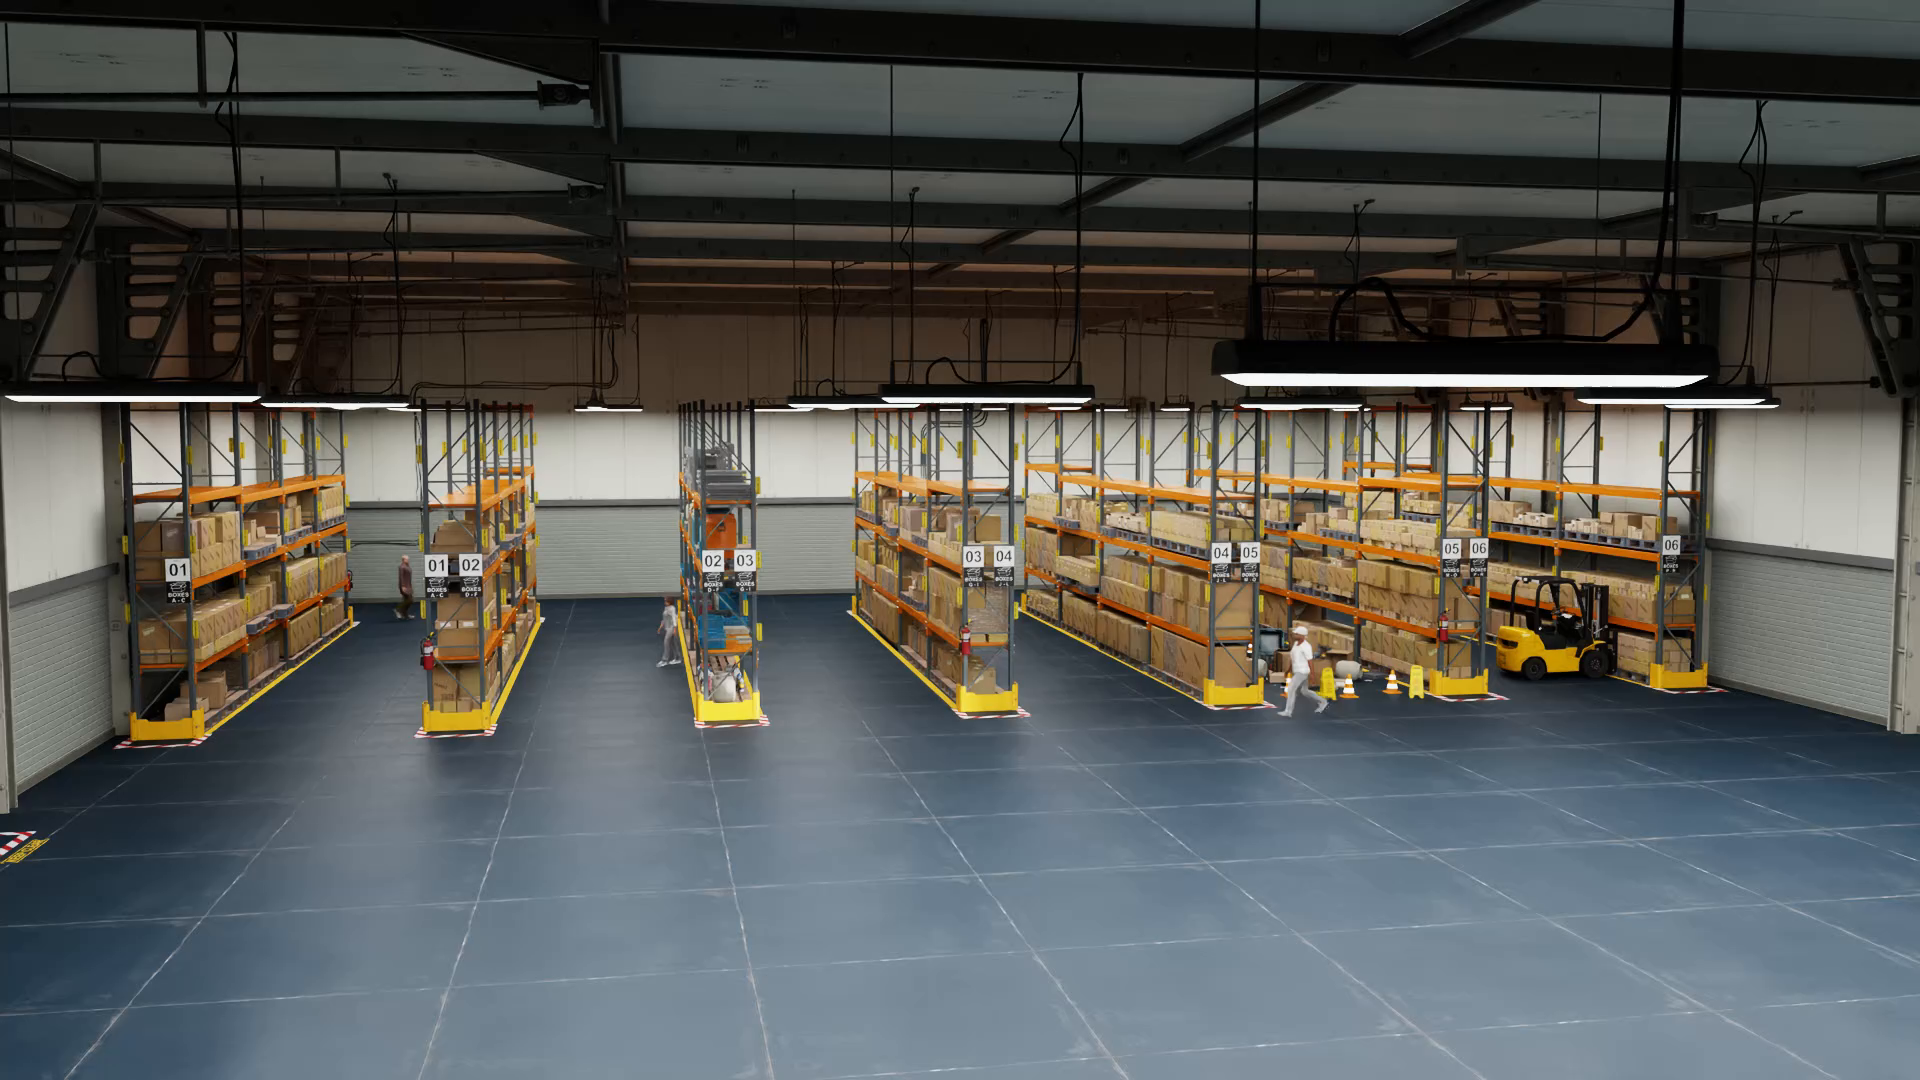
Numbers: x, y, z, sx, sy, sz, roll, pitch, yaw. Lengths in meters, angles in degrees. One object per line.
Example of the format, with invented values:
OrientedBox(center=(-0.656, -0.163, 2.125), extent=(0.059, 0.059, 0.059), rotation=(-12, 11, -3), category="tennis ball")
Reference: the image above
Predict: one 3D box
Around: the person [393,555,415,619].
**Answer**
OrientedBox(center=(-15.510, 1.319, 46.363), extent=(0.568, 1.775, 0.602), rotation=(-1, 4, -13), category="person")

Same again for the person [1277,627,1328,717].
OrientedBox(center=(6.483, 2.491, 31.508), extent=(1.038, 1.716, 0.622), rotation=(-1, 4, -7), category="person")

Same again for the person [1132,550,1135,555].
OrientedBox(center=(5.232, 1.091, 49.680), extent=(0.531, 1.823, 0.616), rotation=(-2, 5, -26), category="person")

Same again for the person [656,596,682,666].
OrientedBox(center=(-6.664, 2.066, 37.953), extent=(0.627, 1.601, 0.433), rotation=(-2, 5, -22), category="person")
